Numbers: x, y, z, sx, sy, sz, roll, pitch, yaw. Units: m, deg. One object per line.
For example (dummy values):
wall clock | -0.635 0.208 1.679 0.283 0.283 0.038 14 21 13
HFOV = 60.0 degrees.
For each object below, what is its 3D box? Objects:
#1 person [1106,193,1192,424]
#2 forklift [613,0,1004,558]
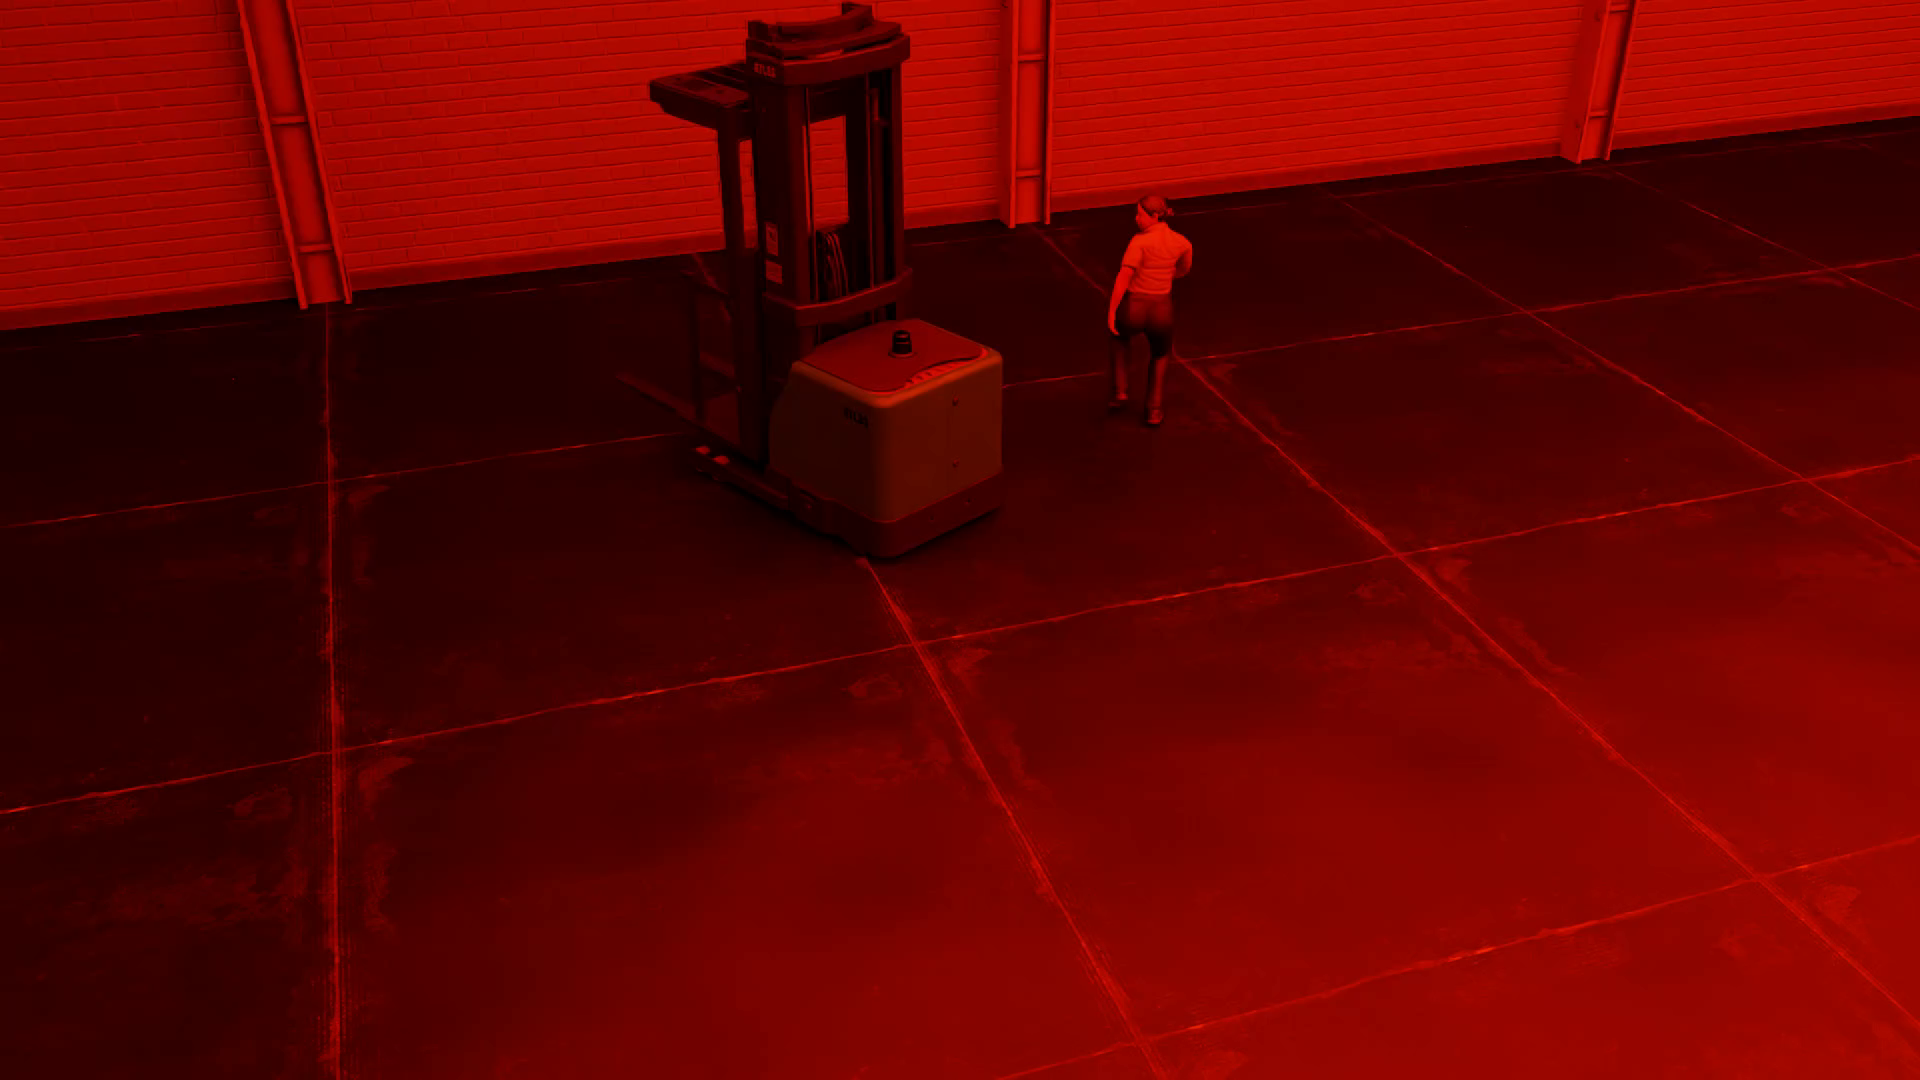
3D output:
person | 1.246 -1.514 11.124 0.610 1.633 0.713 -2 30 -3
forklift | -1.120 -1.803 10.221 1.130 2.935 3.031 -26 39 -37
